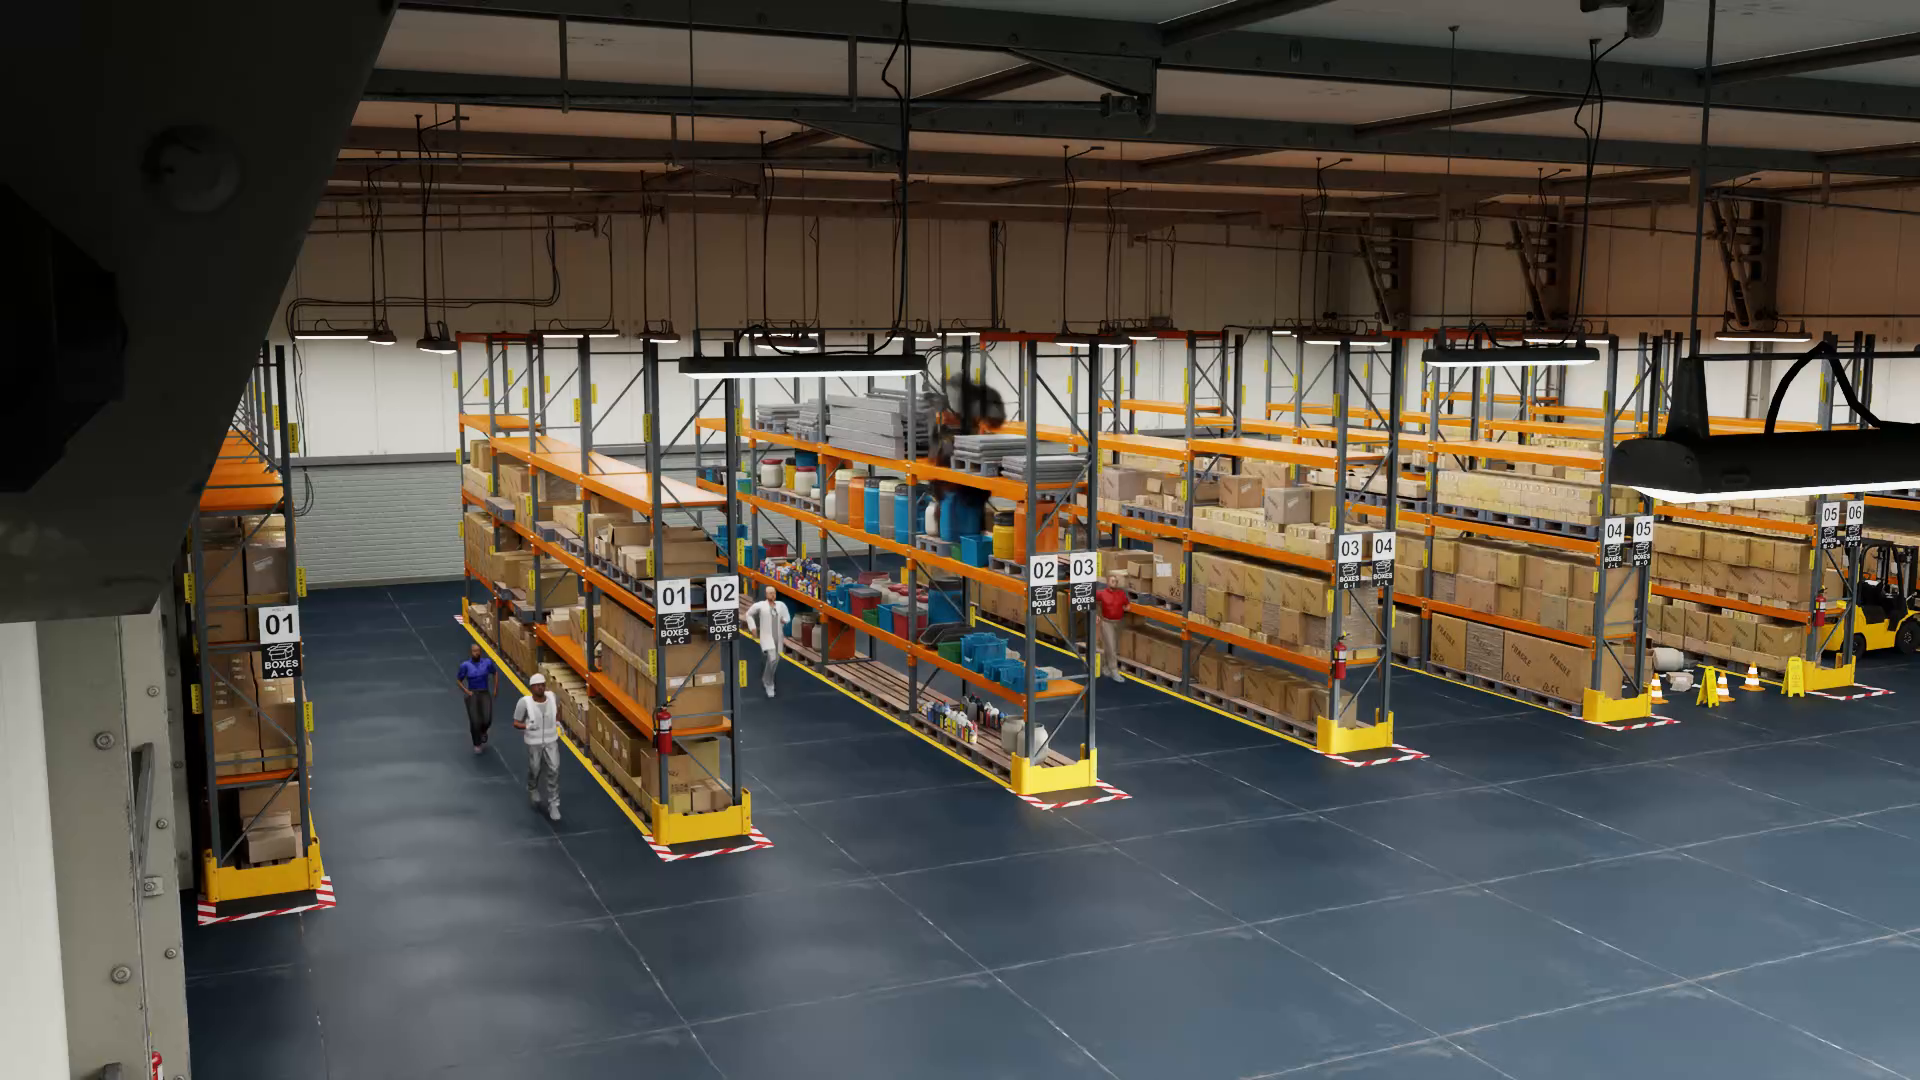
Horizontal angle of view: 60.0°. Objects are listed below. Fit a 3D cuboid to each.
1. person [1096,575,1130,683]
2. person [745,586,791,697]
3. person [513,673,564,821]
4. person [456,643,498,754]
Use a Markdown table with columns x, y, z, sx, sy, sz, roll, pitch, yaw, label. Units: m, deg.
| x | y | z | sx | sy | sz | roll | pitch | yaw | label |
| --- | --- | --- | --- | --- | --- | --- | --- | --- | --- |
| 2.545 | 1.465 | 27.672 | 0.662 | 1.773 | 0.905 | -4 | 9 | -27 | person |
| -3.179 | 1.740 | 27.971 | 0.675 | 1.756 | 0.829 | -5 | 9 | -34 | person |
| -5.346 | 2.591 | 21.172 | 0.672 | 1.819 | 0.928 | -4 | 9 | -26 | person |
| -6.993 | 2.297 | 24.176 | 0.608 | 1.603 | 0.557 | -4 | 9 | -26 | person |
